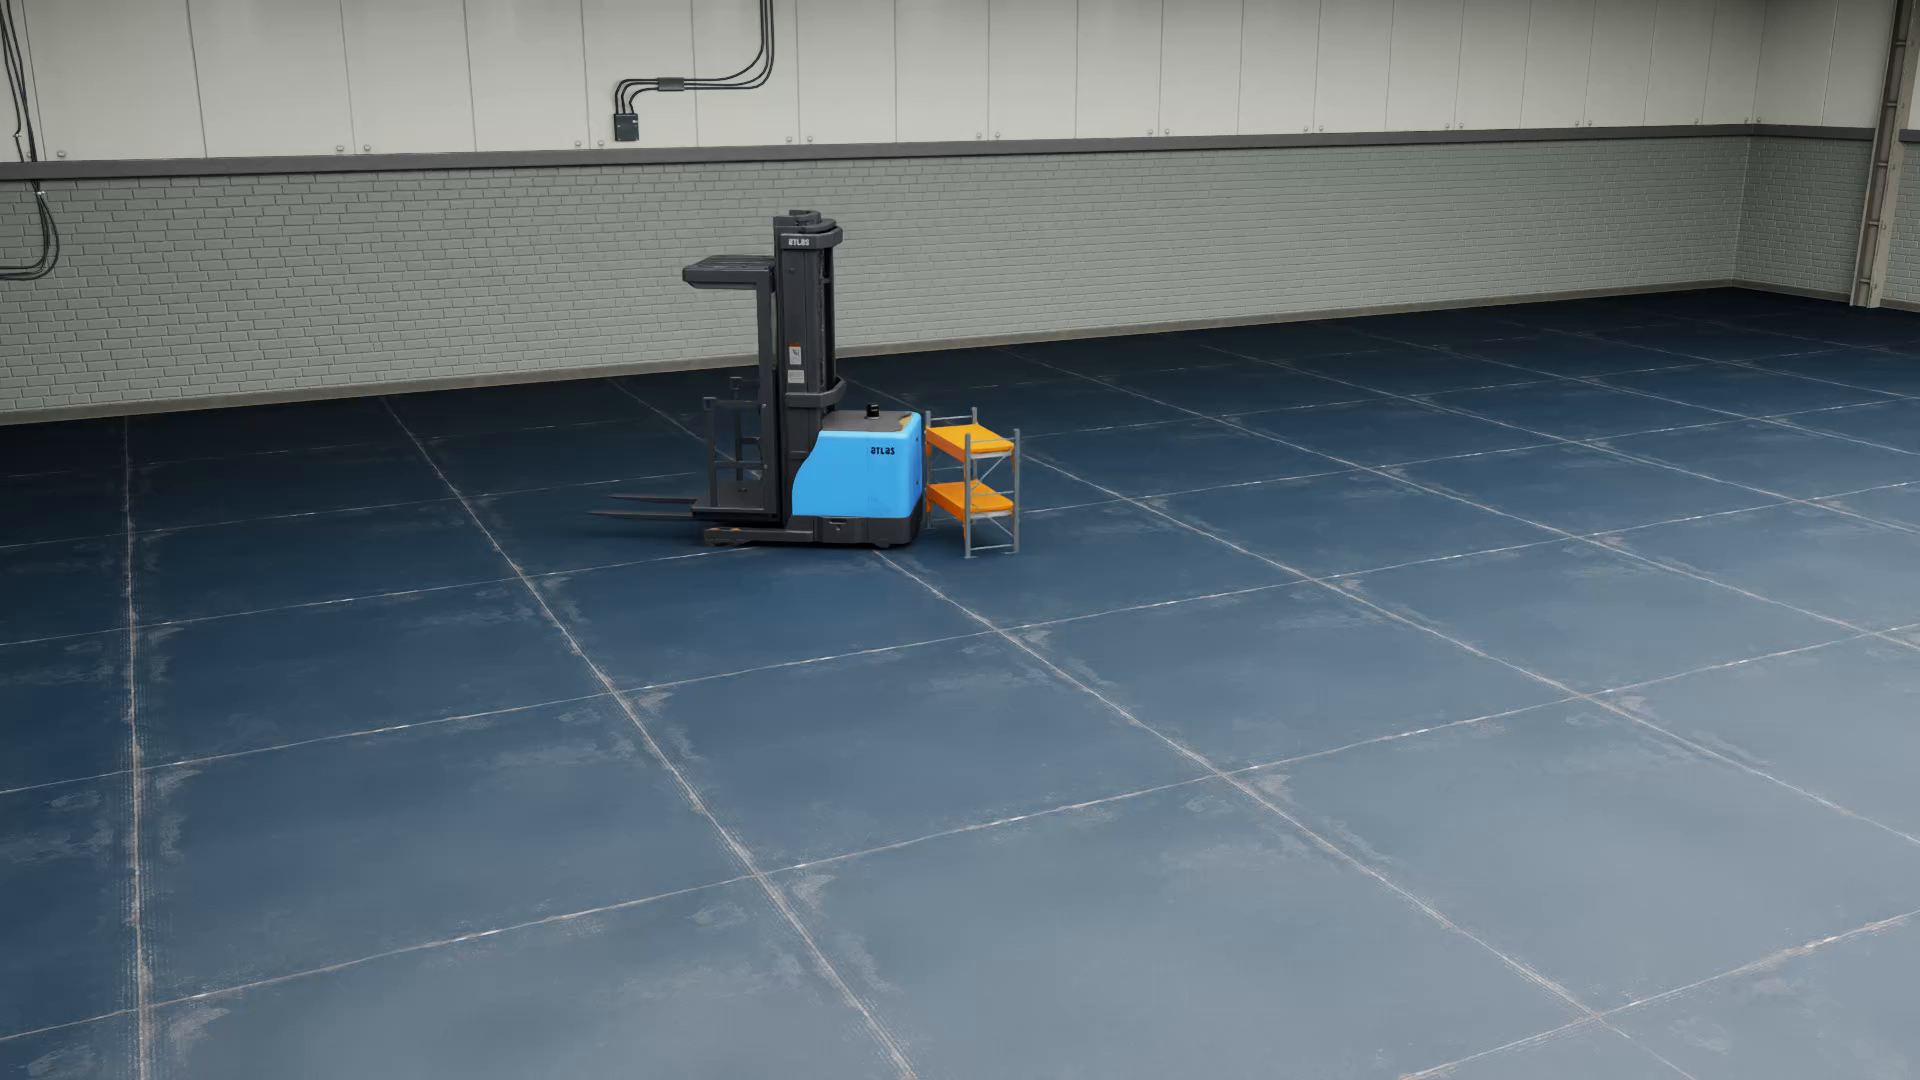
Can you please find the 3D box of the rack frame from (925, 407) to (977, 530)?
[{"bbox_3d":[-0.081,-0.664,15.525,0.500,1.125,0.032,-6,17,-20],"label":"rack frame"}]

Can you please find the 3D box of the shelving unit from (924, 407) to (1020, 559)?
[{"bbox_3d":[0.100,-0.533,15.069,0.538,1.125,1.048,-6,17,-20],"label":"shelving unit"}]

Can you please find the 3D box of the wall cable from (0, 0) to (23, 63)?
[{"bbox_3d":[-9.699,-6.885,19.400,3.097,2.526,0.112,-8,18,-25],"label":"wall cable"}]

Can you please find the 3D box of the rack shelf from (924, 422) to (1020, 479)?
[{"bbox_3d":[0.100,-0.814,14.988,0.538,0.278,1.000,-6,17,-20],"label":"rack shelf"}]

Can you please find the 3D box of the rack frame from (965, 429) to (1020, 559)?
[{"bbox_3d":[0.281,-0.402,14.612,0.500,1.125,0.032,-6,17,-20],"label":"rack frame"}]

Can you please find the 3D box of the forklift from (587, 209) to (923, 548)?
[{"bbox_3d":[-1.900,-1.490,15.129,3.031,2.935,1.130,2,16,6],"label":"forklift"}]

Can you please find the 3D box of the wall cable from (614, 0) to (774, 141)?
[{"bbox_3d":[-3.590,-8.401,22.044,2.305,6.003,0.169,-8,18,-25],"label":"wall cable"}]

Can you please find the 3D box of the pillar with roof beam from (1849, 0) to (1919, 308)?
[{"bbox_3d":[12.417,-8.019,26.879,9.100,9.000,0.400,-8,18,-25],"label":"pillar with roof beam"}]

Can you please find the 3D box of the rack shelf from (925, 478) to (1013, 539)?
[{"bbox_3d":[0.100,-0.298,15.136,0.538,0.278,1.000,-6,17,-20],"label":"rack shelf"}]

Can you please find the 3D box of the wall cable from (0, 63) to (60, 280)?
[{"bbox_3d":[-12.131,-4.130,18.958,3.097,2.526,0.112,-8,18,-25],"label":"wall cable"}]
